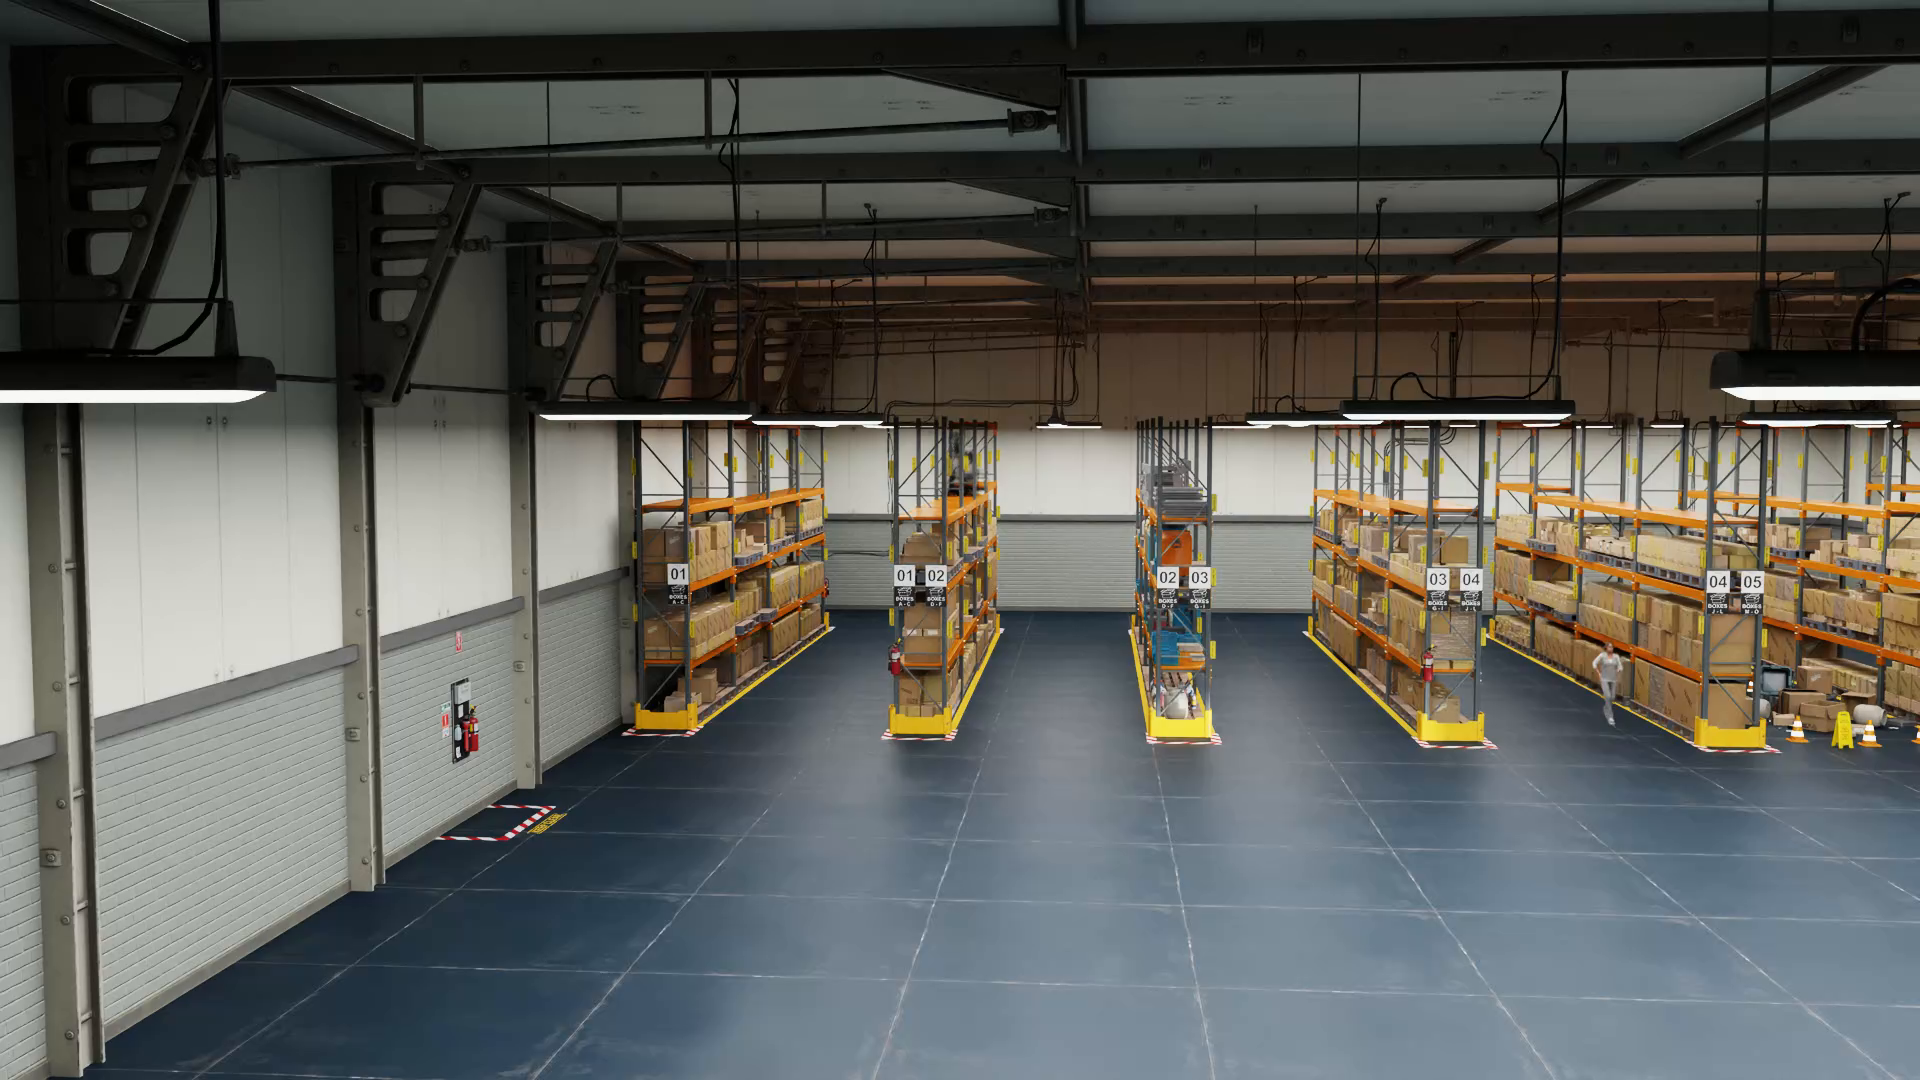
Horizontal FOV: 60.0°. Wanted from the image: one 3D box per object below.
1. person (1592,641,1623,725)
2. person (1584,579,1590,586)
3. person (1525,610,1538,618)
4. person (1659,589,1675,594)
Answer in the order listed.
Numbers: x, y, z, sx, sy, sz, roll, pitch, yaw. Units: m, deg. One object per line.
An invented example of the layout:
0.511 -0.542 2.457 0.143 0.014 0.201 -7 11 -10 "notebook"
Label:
12.729 2.781 32.645 0.542 1.592 0.800 0 4 4 "person"
16.960 1.948 45.138 0.670 1.773 0.767 0 4 7 "person"
16.309 1.797 47.387 0.510 1.651 0.840 3 5 37 "person"
20.221 1.762 47.173 0.736 1.803 0.679 1 4 12 "person"
